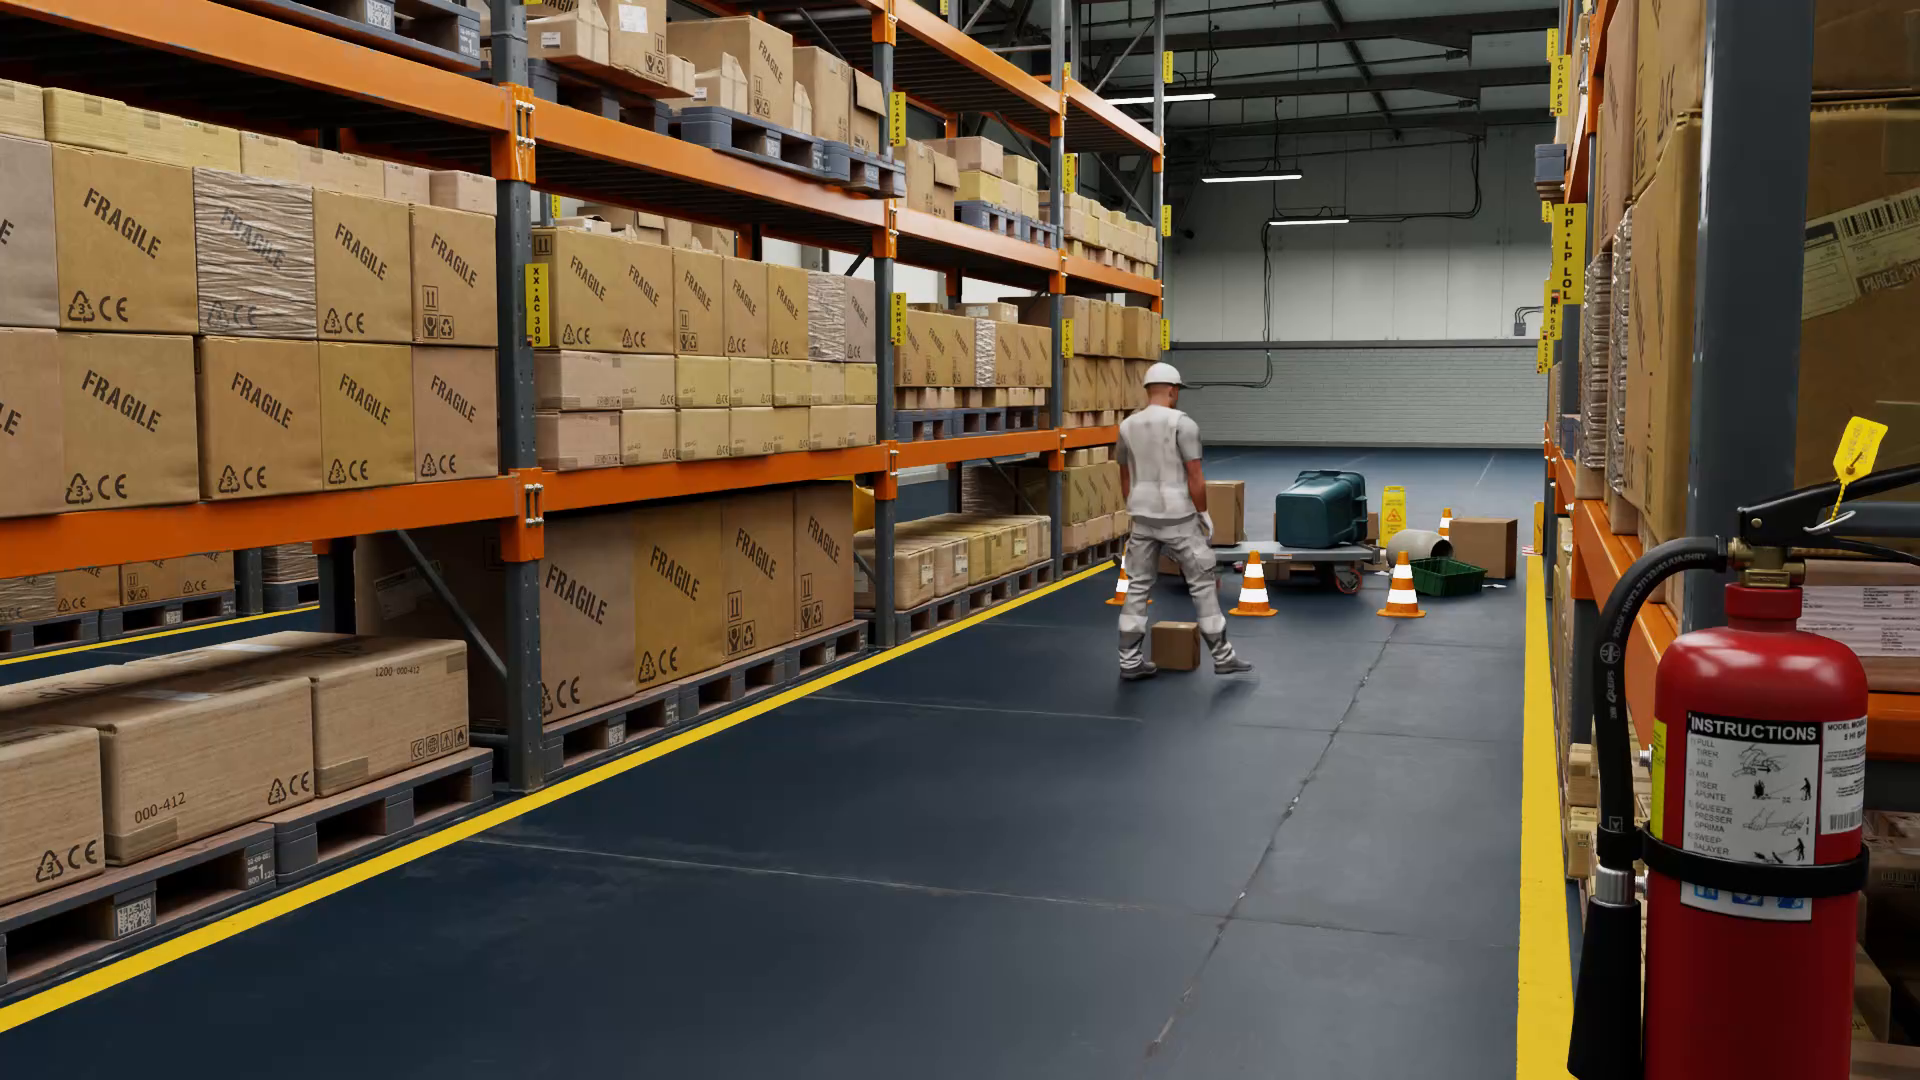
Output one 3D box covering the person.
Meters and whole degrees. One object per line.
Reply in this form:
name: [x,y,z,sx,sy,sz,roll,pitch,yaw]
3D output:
person: [16.298,-0.380,12.745,21.024,1.748,23.708,4,6,36]
